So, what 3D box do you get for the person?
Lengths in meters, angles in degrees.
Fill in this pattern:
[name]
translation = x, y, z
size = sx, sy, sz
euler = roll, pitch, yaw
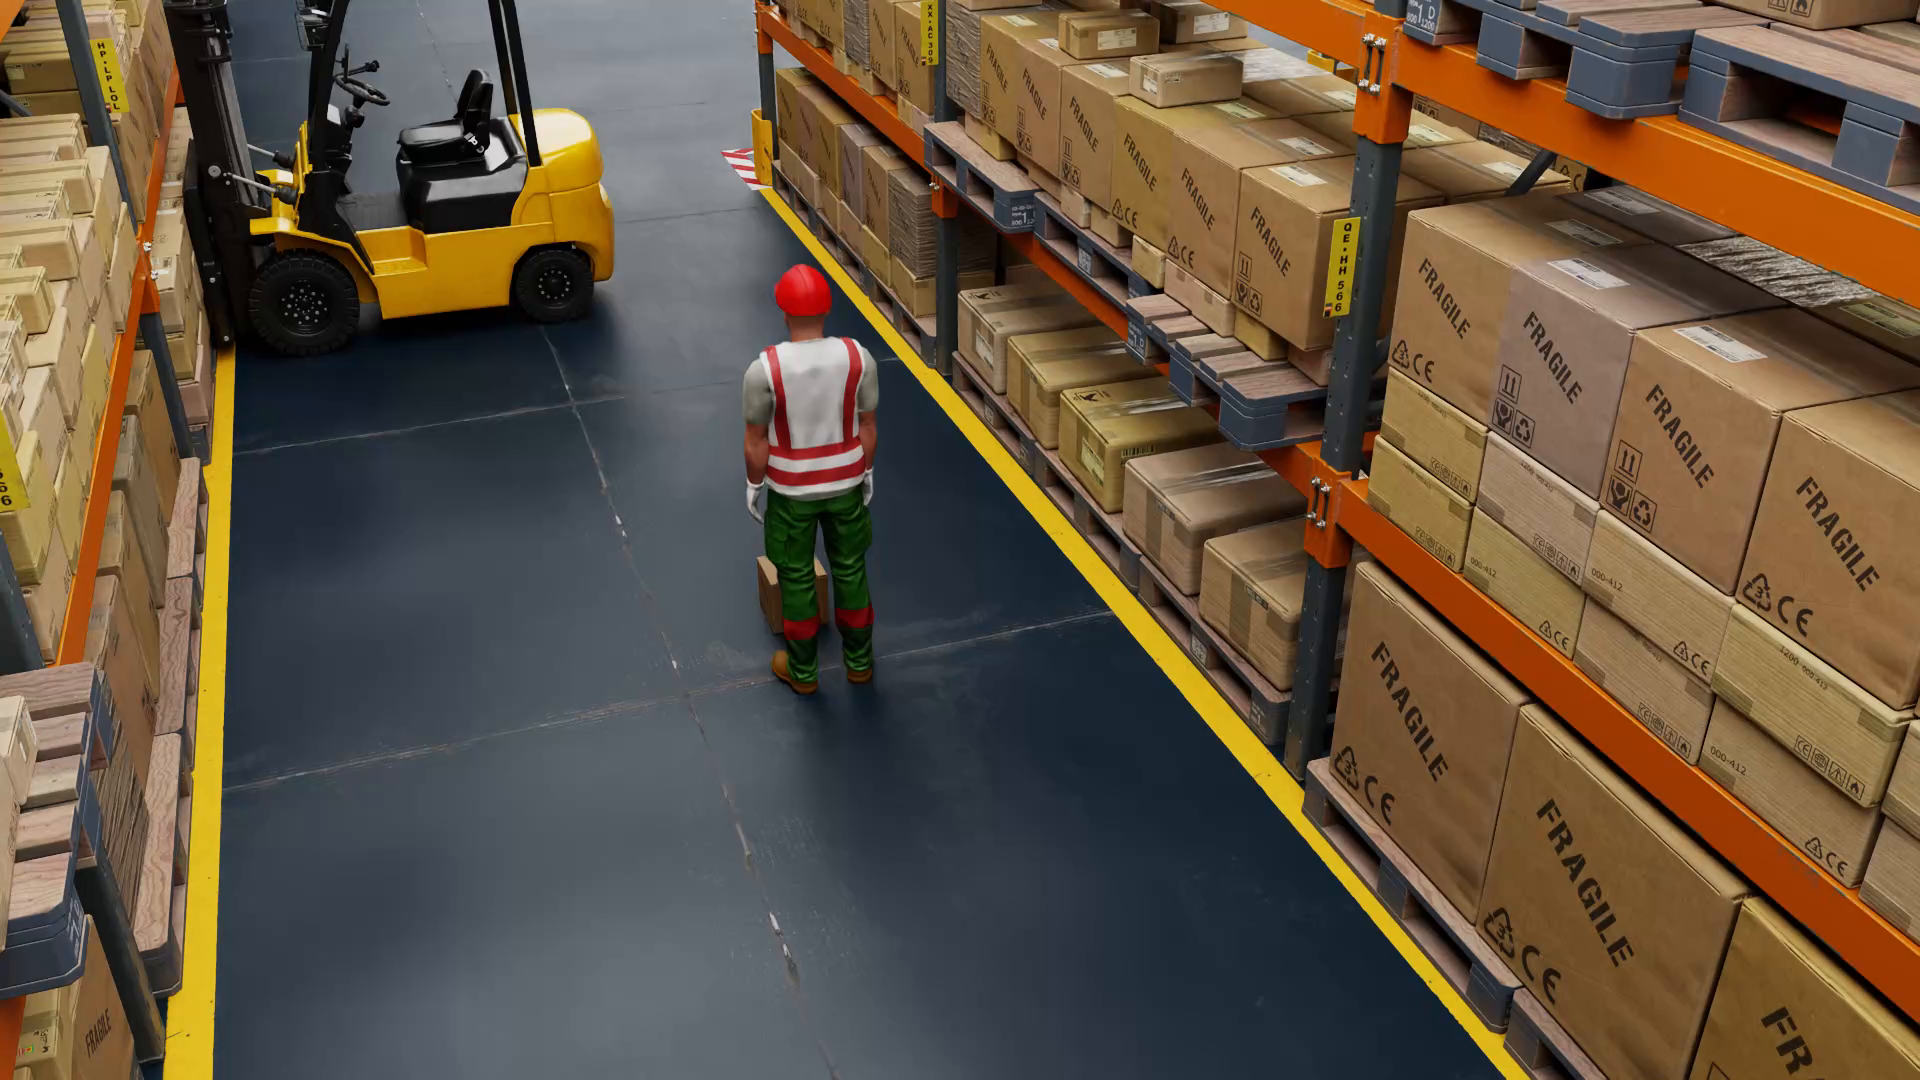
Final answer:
[person]
translation = -0.576, -0.221, 6.491
size = 0.526, 1.789, 0.332
euler = -9, 31, -16
